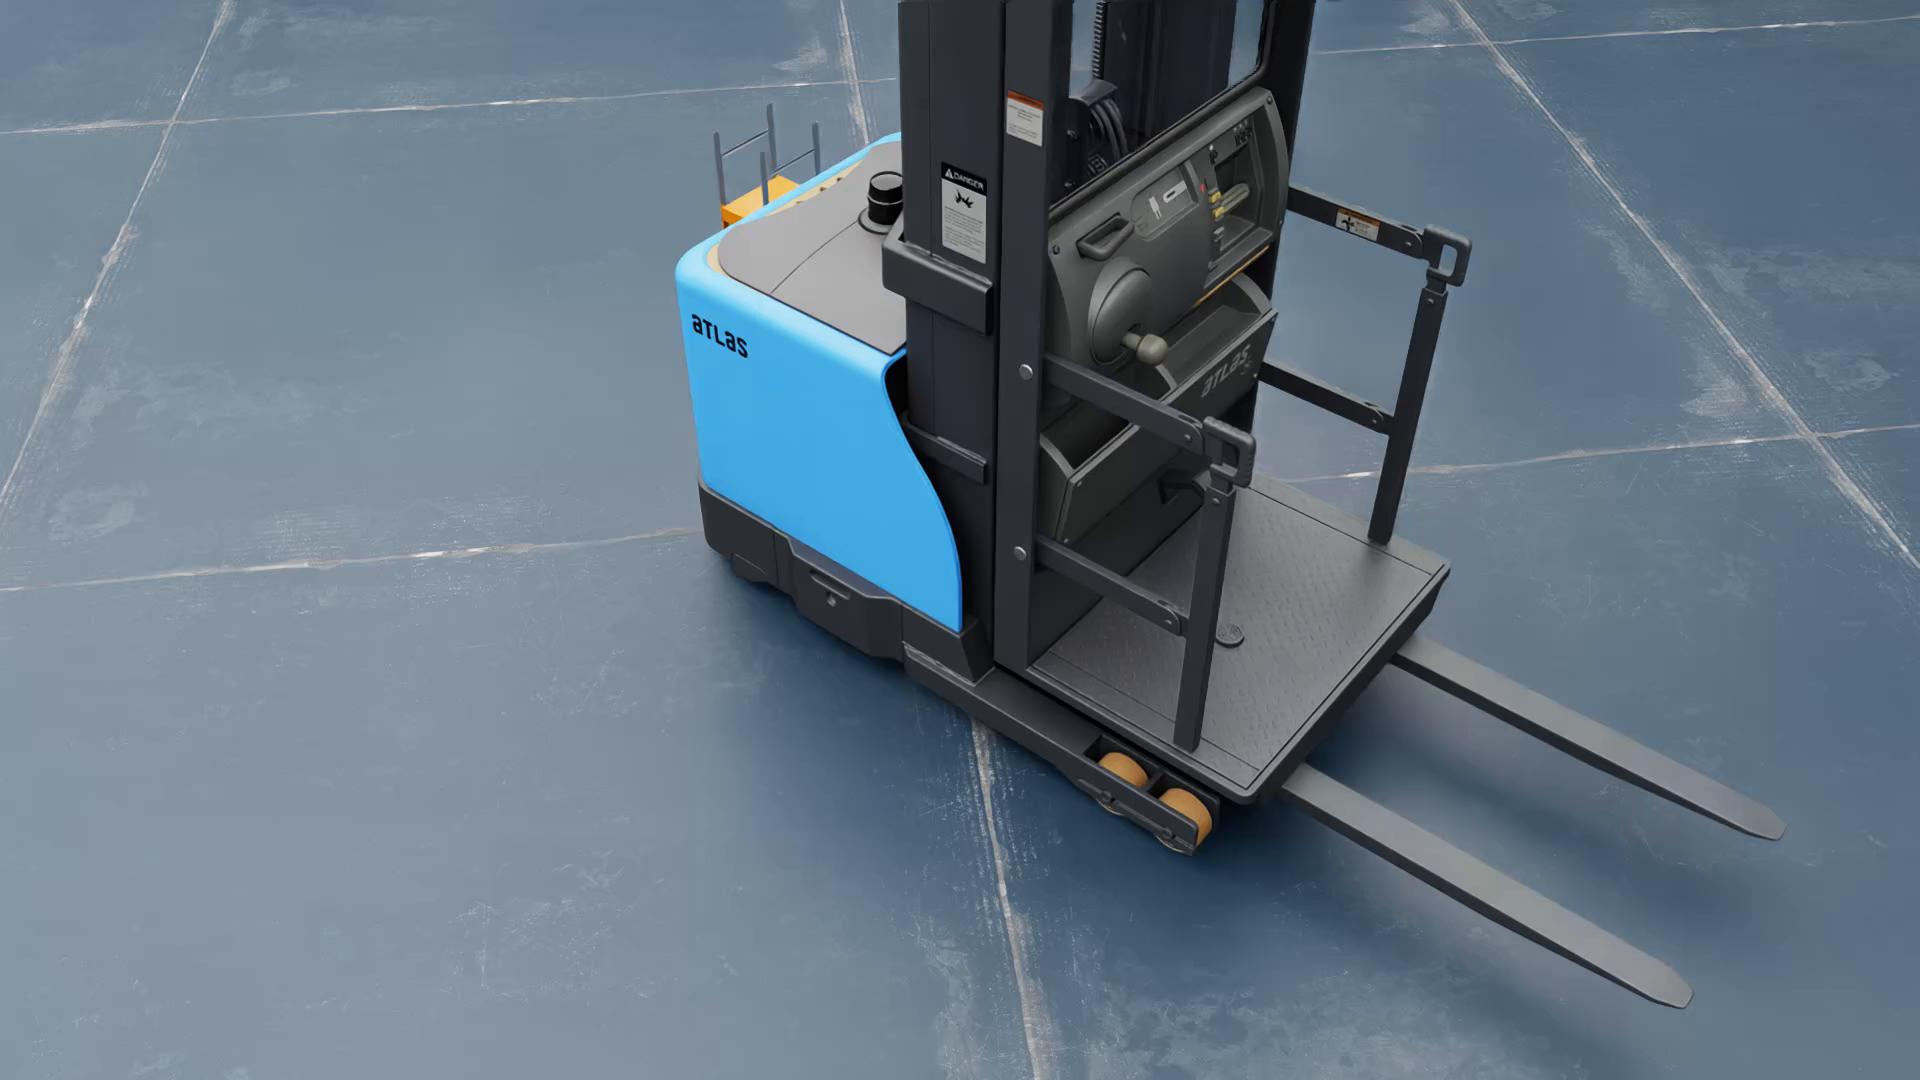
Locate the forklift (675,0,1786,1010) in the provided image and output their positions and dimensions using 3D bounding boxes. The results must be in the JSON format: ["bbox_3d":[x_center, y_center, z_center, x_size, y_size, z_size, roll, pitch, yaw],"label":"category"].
[{"bbox_3d":[0.670,-0.647,3.845,3.031,2.843,1.129,29,49,28],"label":"forklift"}]

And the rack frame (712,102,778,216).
[{"bbox_3d":[-0.629,-0.778,5.216,0.006,1.200,0.240,29,49,28],"label":"rack frame"}]

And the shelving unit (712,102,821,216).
[{"bbox_3d":[-0.558,-0.739,5.174,0.189,1.200,0.258,29,49,28],"label":"shelving unit"}]

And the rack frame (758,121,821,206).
[{"bbox_3d":[-0.487,-0.700,5.131,0.006,1.200,0.240,29,49,28],"label":"rack frame"}]
